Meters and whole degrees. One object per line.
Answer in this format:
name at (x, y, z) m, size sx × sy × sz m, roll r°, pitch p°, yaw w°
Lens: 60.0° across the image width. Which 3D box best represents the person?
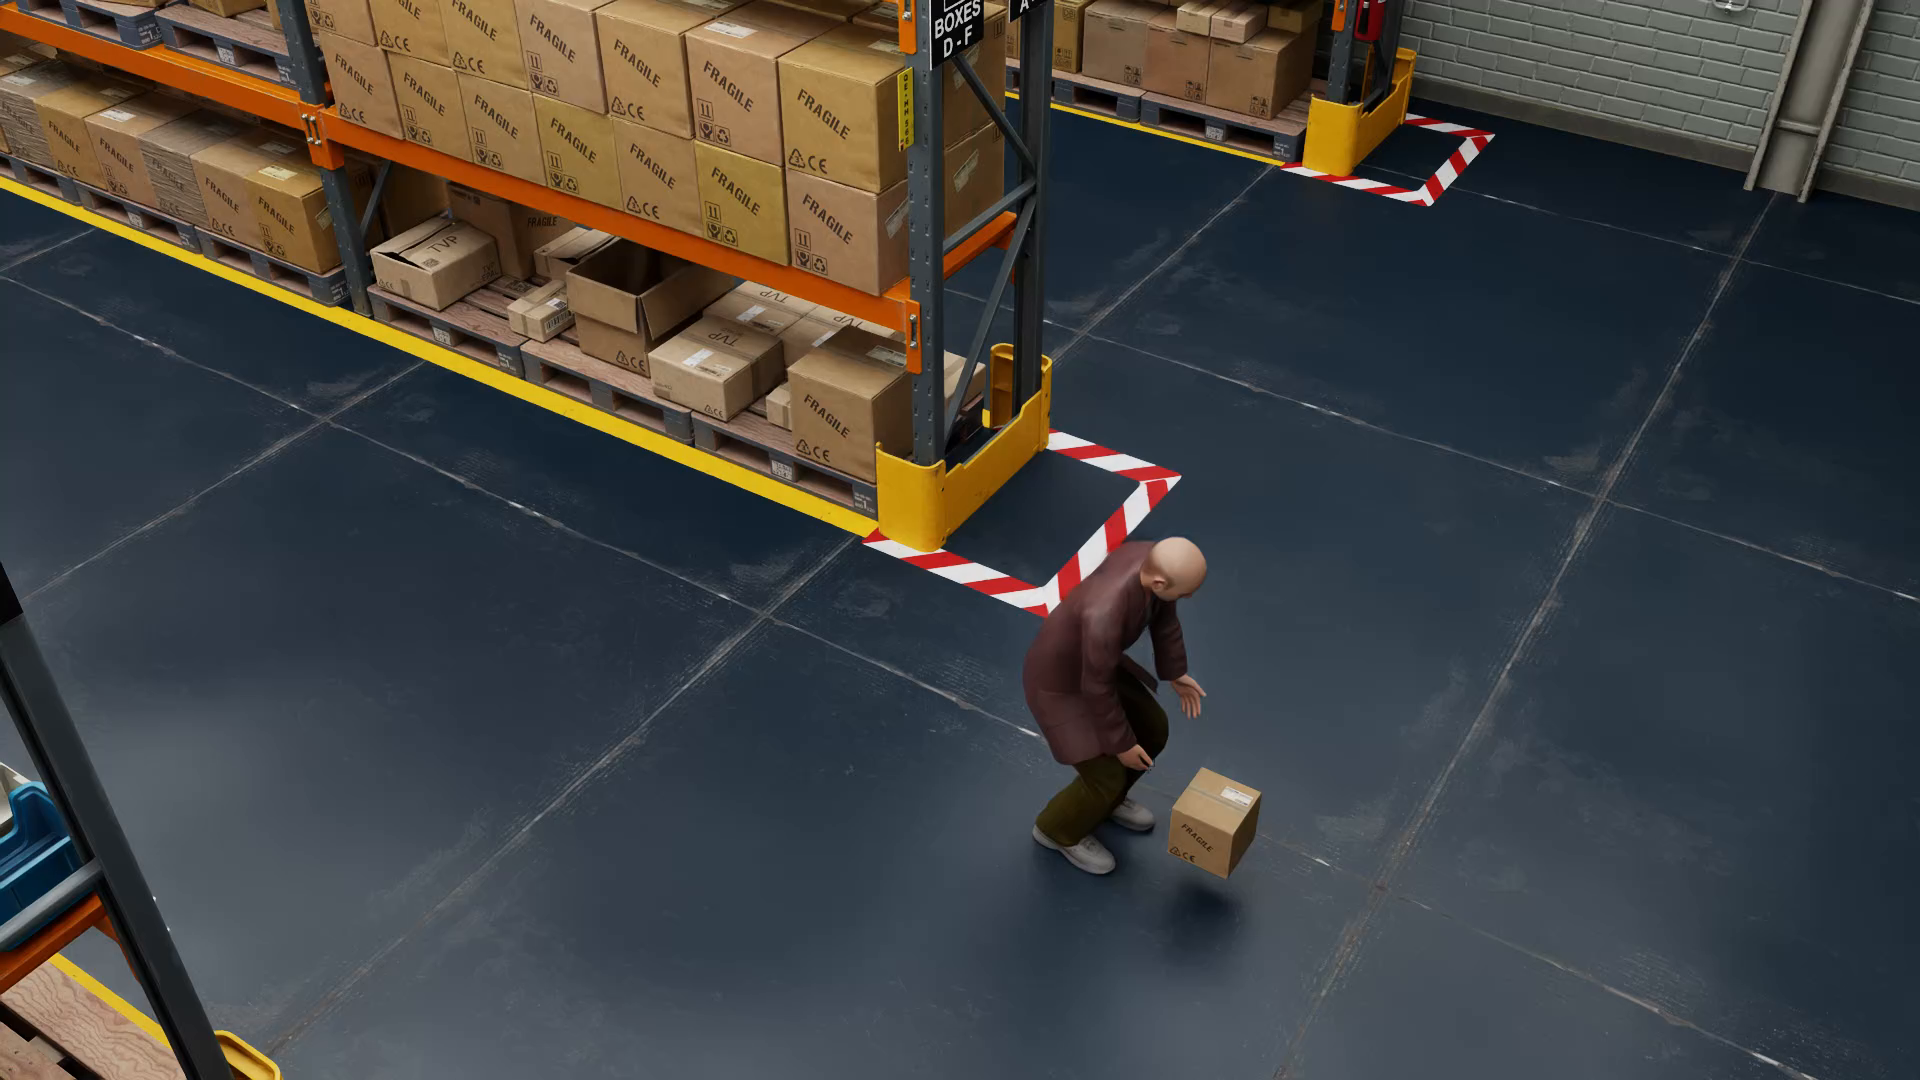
person at (0.561, 0.551, 6.196) m, size 0.635 × 1.526 × 0.628 m, roll 22°, pitch 43°, yaw 25°
